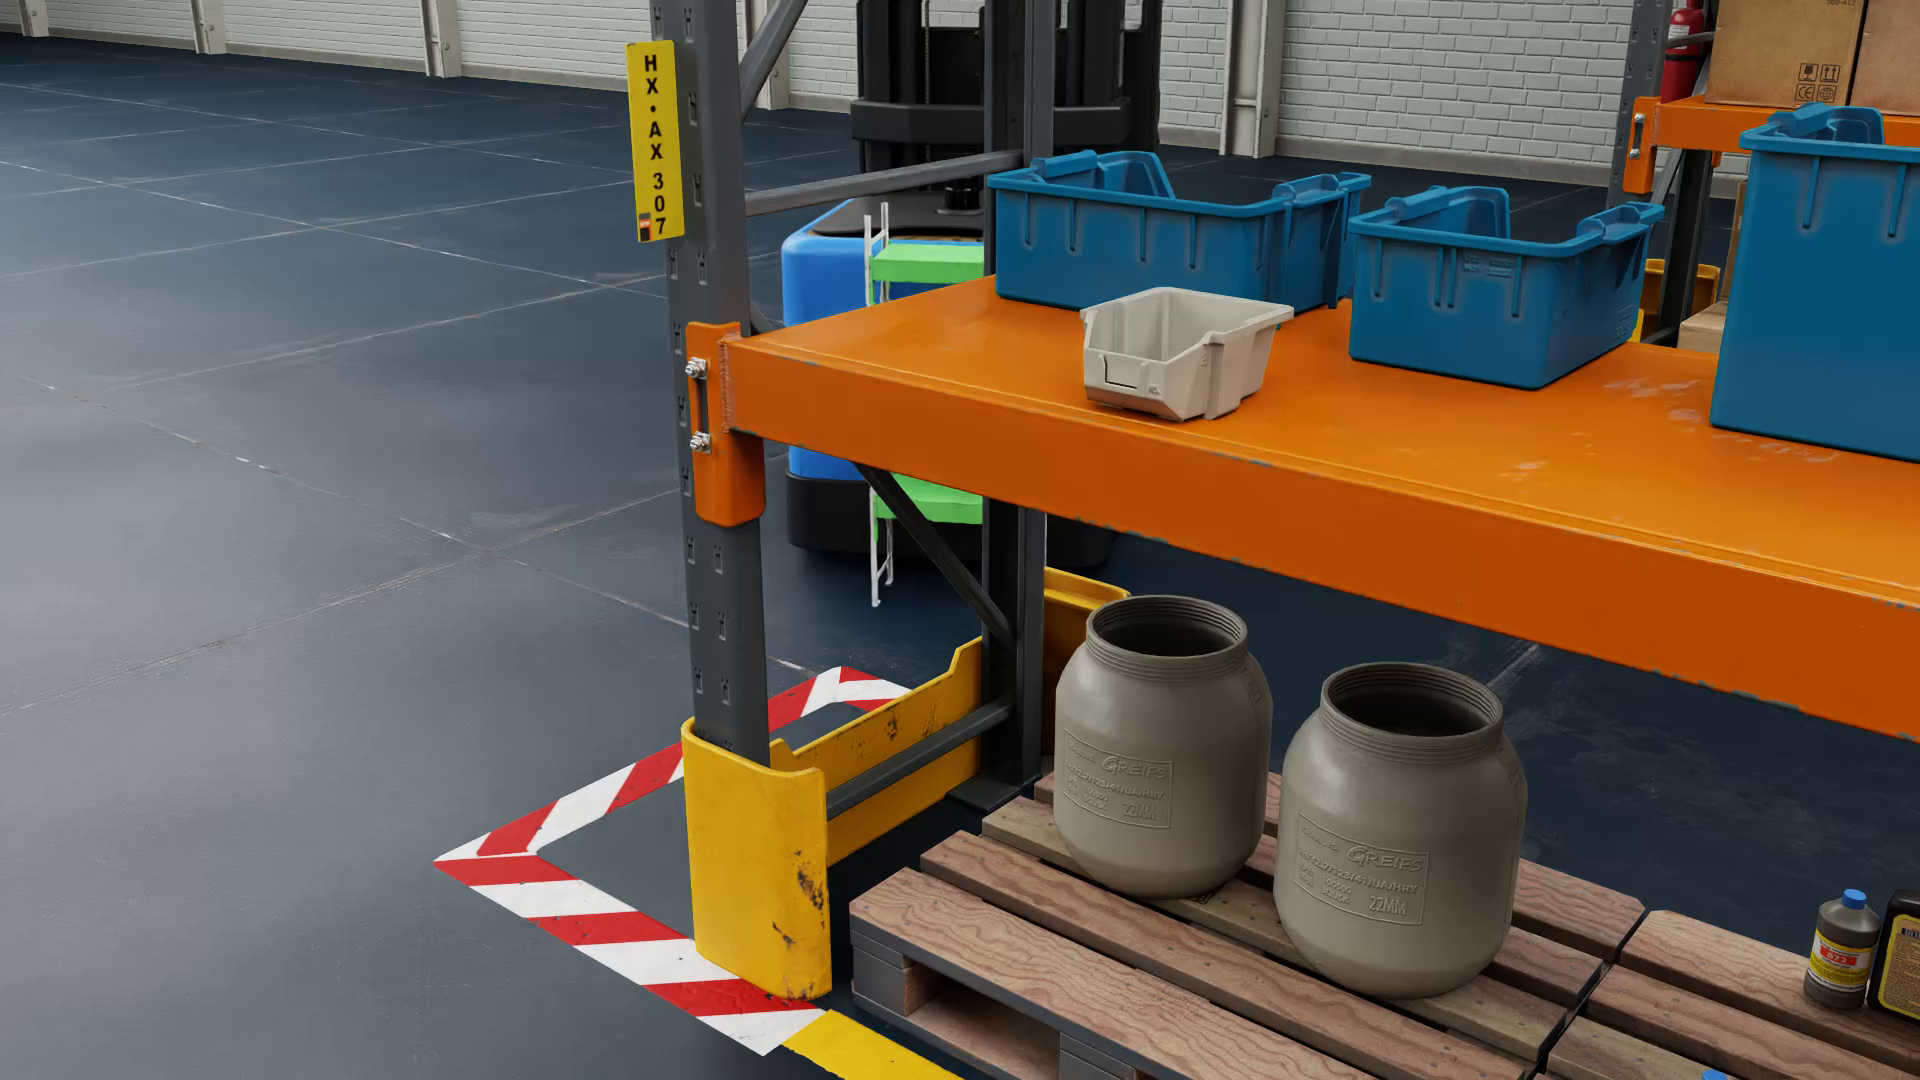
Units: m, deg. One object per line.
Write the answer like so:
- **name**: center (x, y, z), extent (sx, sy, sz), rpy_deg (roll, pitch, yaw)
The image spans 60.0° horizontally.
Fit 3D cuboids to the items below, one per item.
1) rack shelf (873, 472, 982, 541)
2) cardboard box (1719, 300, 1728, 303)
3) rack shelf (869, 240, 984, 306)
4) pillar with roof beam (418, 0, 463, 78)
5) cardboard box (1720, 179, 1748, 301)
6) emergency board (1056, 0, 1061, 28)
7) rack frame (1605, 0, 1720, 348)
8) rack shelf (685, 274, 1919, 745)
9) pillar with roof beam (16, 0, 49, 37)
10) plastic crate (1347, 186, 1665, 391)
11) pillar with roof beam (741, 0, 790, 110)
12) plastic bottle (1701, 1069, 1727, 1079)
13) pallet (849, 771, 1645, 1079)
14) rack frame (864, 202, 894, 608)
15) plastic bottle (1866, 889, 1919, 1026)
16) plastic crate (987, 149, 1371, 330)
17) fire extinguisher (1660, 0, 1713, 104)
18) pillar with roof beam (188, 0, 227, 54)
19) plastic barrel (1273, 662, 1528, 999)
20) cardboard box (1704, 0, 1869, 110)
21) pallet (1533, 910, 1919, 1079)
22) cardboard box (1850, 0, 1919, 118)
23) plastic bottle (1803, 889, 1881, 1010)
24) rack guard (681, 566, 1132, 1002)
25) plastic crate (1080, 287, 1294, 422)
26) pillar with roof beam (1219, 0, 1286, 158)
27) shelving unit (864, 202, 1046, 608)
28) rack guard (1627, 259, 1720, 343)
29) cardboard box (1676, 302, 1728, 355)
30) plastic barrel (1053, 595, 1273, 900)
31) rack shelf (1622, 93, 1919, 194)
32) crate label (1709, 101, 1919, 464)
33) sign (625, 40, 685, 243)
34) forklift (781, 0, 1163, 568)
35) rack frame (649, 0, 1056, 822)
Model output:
- **rack shelf**: center (-0.002, -0.093, 5.076), extent (0.480, 0.148, 0.258), rpy_deg (4, 21, 10)
- **cardboard box**: center (3.576, -0.914, 7.143), extent (0.500, 0.250, 0.500), rpy_deg (16, 26, 36)
- **rack shelf**: center (-0.002, -0.767, 4.822), extent (0.480, 0.148, 0.258), rpy_deg (4, 21, 10)
- **pillar with roof beam**: center (-9.475, -9.124, 17.111), extent (0.400, 9.000, 9.100), rpy_deg (16, 26, 36)
- **cardboard box**: center (3.577, -1.266, 7.012), extent (0.500, 0.500, 0.500), rpy_deg (16, 26, 36)
- **emergency board**: center (0.653, -5.379, 15.680), extent (0.643, 1.169, 0.194), rpy_deg (16, 26, 36)
- **rack frame**: center (2.974, -2.043, 6.835), extent (0.127, 3.000, 1.000), rpy_deg (16, 26, 36)
- **rack shelf**: center (1.388, 0.093, 2.190), extent (4.000, 0.370, 1.077), rpy_deg (16, 26, 36)
- **pillar with roof beam**: center (-18.772, -11.802, 24.211), extent (0.400, 9.000, 9.100), rpy_deg (16, 26, 36)
- **plastic crate**: center (0.915, -0.444, 2.805), extent (0.408, 0.251, 0.499), rpy_deg (16, 26, 36)
- **pillar with roof beam**: center (-4.827, -7.786, 13.561), extent (0.400, 9.000, 9.100), rpy_deg (16, 26, 36)
- **plastic bottle**: center (1.046, 0.871, 2.352), extent (0.097, 0.271, 0.097), rpy_deg (0, 21, 0)
- **pallet**: center (0.553, 0.802, 3.243), extent (1.213, 0.211, 1.003), rpy_deg (16, 26, 36)
- **rack frame**: center (-0.242, -0.393, 5.010), extent (0.015, 1.200, 0.240), rpy_deg (4, 21, 10)
- **plastic bottle**: center (1.641, 0.686, 2.823), extent (0.133, 0.283, 0.061), rpy_deg (17, 26, 38)
- **plastic crate**: center (0.416, -0.590, 3.193), extent (0.616, 0.251, 0.499), rpy_deg (16, 26, 36)
- **fire extinguisher**: center (3.176, -2.160, 7.255), extent (0.183, 0.674, 0.296), rpy_deg (16, 26, 36)
- **pillar with roof beam**: center (-14.123, -10.463, 20.661), extent (0.400, 9.000, 9.100), rpy_deg (16, 26, 36)
- **plastic barrel**: center (0.785, 0.515, 2.981), extent (0.421, 0.512, 0.421), rpy_deg (0, 21, 0)
- **cardboard box**: center (3.327, -1.982, 6.532), extent (0.500, 0.500, 0.700), rpy_deg (16, 26, 36)
- **pallet**: center (1.494, 1.074, 2.521), extent (1.213, 0.211, 1.003), rpy_deg (16, 26, 36)
- **cardboard box**: center (3.737, -1.866, 6.225), extent (0.500, 0.500, 0.700), rpy_deg (17, 26, 38)
- **plastic bottle**: center (1.539, 0.704, 2.894), extent (0.097, 0.201, 0.097), rpy_deg (0, 21, 0)
- **rack guard**: center (-0.073, 0.484, 3.677), extent (0.348, 0.500, 1.175), rpy_deg (16, 26, 36)
- **plastic crate**: center (0.329, -0.279, 2.530), extent (0.250, 0.136, 0.298), rpy_deg (16, 26, 36)
- **pillar with roof beam**: center (-0.178, -6.447, 10.011), extent (0.400, 9.000, 9.100), rpy_deg (16, 26, 36)
- **shelving unit**: center (-0.002, -0.378, 4.969), extent (0.503, 1.200, 0.258), rpy_deg (4, 21, 10)
- **rack guard**: center (2.955, -0.879, 7.290), extent (0.348, 0.500, 1.175), rpy_deg (16, 26, 36)
- **cardboard box**: center (3.248, -0.773, 6.767), extent (0.500, 0.250, 0.500), rpy_deg (16, 26, 36)
- **plastic barrel**: center (0.397, 0.404, 3.277), extent (0.421, 0.512, 0.421), rpy_deg (0, 21, 0)
- **rack shelf**: center (4.523, -1.260, 5.779), extent (4.000, 0.370, 1.077), rpy_deg (16, 26, 36)
- **crate label**: center (1.436, -0.370, 2.347), extent (0.616, 0.435, 0.502), rpy_deg (16, 26, 36)
- **sign**: center (-0.512, -0.670, 2.801), extent (0.005, 0.325, 0.100), rpy_deg (16, 26, 36)
- **forklift**: center (0.219, -1.769, 6.205), extent (1.130, 2.935, 3.031), rpy_deg (4, 21, 10)
- **rack frame**: center (-0.161, -0.690, 3.246), extent (0.127, 3.000, 1.000), rpy_deg (16, 26, 36)
